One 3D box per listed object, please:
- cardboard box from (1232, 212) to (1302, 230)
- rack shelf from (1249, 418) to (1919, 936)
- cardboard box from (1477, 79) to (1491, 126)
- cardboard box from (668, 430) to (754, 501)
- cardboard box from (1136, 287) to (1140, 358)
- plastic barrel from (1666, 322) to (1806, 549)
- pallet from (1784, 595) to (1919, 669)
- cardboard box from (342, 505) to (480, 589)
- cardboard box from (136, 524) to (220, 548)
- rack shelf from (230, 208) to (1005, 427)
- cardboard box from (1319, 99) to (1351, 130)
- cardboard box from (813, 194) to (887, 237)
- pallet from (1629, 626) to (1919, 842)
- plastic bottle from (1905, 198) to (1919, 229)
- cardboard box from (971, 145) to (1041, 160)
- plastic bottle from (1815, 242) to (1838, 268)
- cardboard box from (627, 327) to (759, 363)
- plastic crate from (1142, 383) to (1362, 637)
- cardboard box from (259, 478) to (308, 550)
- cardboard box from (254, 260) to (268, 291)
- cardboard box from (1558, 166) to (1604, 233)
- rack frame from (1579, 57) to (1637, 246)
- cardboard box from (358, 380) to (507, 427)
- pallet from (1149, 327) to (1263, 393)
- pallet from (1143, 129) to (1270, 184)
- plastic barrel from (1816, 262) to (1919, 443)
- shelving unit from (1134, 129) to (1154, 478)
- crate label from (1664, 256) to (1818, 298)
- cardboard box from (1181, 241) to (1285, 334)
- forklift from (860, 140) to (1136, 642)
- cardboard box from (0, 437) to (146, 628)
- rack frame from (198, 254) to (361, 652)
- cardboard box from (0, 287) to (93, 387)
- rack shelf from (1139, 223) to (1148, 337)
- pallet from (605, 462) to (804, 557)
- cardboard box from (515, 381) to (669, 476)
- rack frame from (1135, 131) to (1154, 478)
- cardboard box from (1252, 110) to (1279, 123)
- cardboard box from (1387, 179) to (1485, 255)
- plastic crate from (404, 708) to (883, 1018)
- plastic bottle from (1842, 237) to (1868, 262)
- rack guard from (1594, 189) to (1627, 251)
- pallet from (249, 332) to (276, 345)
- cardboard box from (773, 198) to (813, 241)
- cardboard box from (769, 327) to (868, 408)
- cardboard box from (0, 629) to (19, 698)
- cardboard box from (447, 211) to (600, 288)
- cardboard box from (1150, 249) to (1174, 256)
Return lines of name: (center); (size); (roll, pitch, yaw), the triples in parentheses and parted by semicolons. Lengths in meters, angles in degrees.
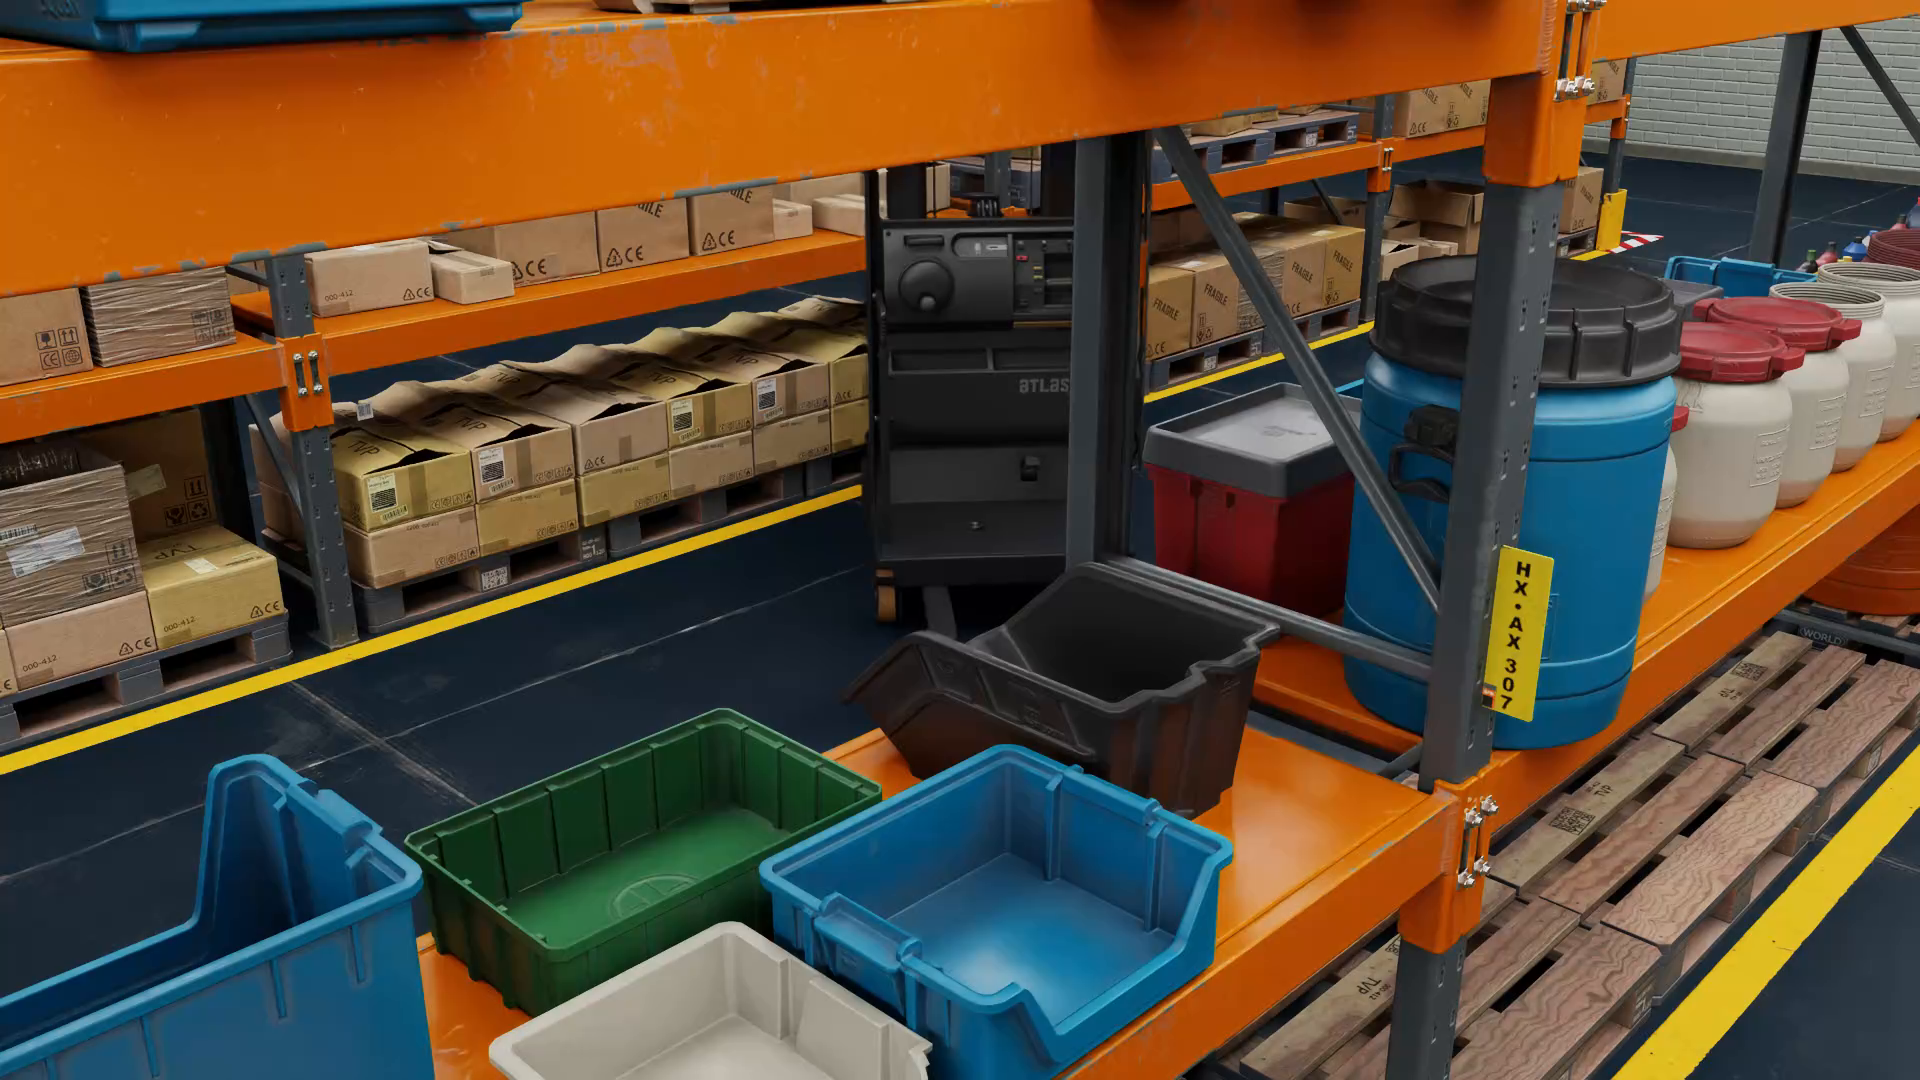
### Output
cardboard box: (2.159, -2.110, 12.255); (0.500, 0.500, 0.500); (18, 27, 38)
rack shelf: (2.032, -0.016, 4.939); (1.077, 0.370, 4.000); (19, 28, 41)
cardboard box: (3.928, -3.505, 12.873); (0.500, 0.500, 0.500); (19, 28, 40)
cardboard box: (-1.378, -0.428, 8.255); (0.500, 0.250, 0.500); (-20, 28, -41)
cardboard box: (0.764, -1.327, 10.217); (0.500, 0.500, 0.500); (18, 27, 39)
plastic barrel: (1.973, -0.281, 4.435); (0.433, 0.535, 0.433); (0, 21, 0)
pallet: (3.947, 0.222, 7.202); (1.003, 0.211, 1.213); (19, 28, 41)
cardboard box: (-2.451, -0.033, 7.226); (0.500, 0.250, 0.500); (18, 28, 39)
cardboard box: (-3.450, 0.052, 7.005); (0.500, 0.250, 0.500); (19, 28, 41)
rack shelf: (-1.514, -1.257, 8.167); (1.077, 0.370, 4.000); (19, 28, 41)
cardboard box: (2.836, -3.374, 12.534); (0.500, 0.500, 0.500); (-20, 28, -41)
cardboard box: (-0.549, -1.689, 8.639); (0.380, 0.149, 0.250); (19, 28, 41)
pallet: (2.859, 0.625, 6.155); (1.003, 0.211, 1.213); (19, 28, 41)
plastic bottle: (4.342, -1.378, 7.548); (0.144, 0.351, 0.185); (19, 28, 41)
cardboard box: (0.239, -2.540, 9.776); (0.700, 0.500, 0.500); (9, 23, 23)
plastic bottle: (3.565, -1.082, 6.871); (0.061, 0.283, 0.133); (19, 28, 41)
cardboard box: (-1.413, -0.952, 8.837); (0.500, 0.311, 0.500); (18, 28, 39)
plastic crate: (0.755, -0.069, 3.984); (0.402, 0.464, 0.583); (19, 28, 41)
cardboard box: (-2.828, -0.170, 7.584); (0.500, 0.250, 0.500); (19, 28, 40)
cardboard box: (-4.905, -1.948, 11.833); (0.700, 0.500, 0.500); (19, 28, 40)
cardboard box: (5.259, -3.000, 14.571); (0.500, 0.500, 0.500); (19, 28, 41)
rack frame: (5.462, -4.163, 14.725); (1.000, 3.000, 0.127); (19, 28, 41)
cardboard box: (-2.474, -0.564, 7.827); (0.500, 0.311, 0.500); (-19, 28, -41)
pallet: (1.280, -1.300, 11.162); (1.003, 0.211, 1.213); (19, 28, 41)
pallet: (1.234, -2.518, 10.713); (1.003, 0.211, 1.213); (19, 28, 41)
plastic barrel: (2.863, -0.600, 5.300); (0.421, 0.512, 0.421); (0, 21, 0)
shelving unit: (0.732, -1.390, 8.762); (0.503, 2.100, 0.431); (1, 21, 3)
crate label: (2.540, -0.695, 5.652); (0.502, 0.435, 0.616); (19, 28, 41)
cardboard box: (1.831, -1.721, 11.243); (0.500, 0.500, 0.500); (20, 29, 41)
forklift: (0.157, -1.138, 6.949); (1.130, 2.935, 3.031); (-2, 21, -5)
cardboard box: (-3.434, -0.042, 6.204); (0.500, 0.500, 0.500); (19, 28, 41)
rack frame: (-2.910, -1.079, 6.700); (1.000, 3.000, 0.127); (19, 28, 41)
cardboard box: (-3.578, -0.872, 6.024); (0.700, 0.500, 0.500); (19, 28, 40)
rack shelf: (0.732, -1.377, 8.766); (0.480, 0.518, 0.431); (1, 21, 3)
pallet: (-1.572, -0.291, 8.538); (1.003, 0.211, 1.213); (19, 28, 41)
cardboard box: (-1.730, -0.558, 7.810); (0.500, 0.311, 0.500); (18, 27, 39)
rack frame: (0.975, -1.386, 8.748); (0.015, 2.100, 0.400); (1, 21, 3)
cardboard box: (1.746, -3.119, 11.285); (0.500, 0.500, 0.700); (-15, 26, -34)
cardboard box: (3.978, -2.659, 13.679); (0.797, 0.503, 0.637); (19, 28, 41)
plastic crate: (-0.512, 0.539, 2.786); (0.450, 0.188, 0.662); (19, 28, 41)
plastic bottle: (3.794, -1.151, 7.068); (0.097, 0.271, 0.097); (0, 21, 0)
rack guard: (5.409, -2.977, 15.123); (1.175, 0.500, 0.348); (19, 28, 41)
pallet: (-5.068, -1.532, 11.765); (1.003, 0.211, 1.213); (19, 28, 41)
cardboard box: (-0.968, -1.648, 8.531); (0.250, 0.149, 0.380); (-18, 27, -38)
cardboard box: (-0.666, -0.950, 8.830); (0.500, 0.311, 0.500); (19, 28, 40)
cardboard box: (-3.771, 0.441, 5.994); (0.500, 0.250, 0.500); (19, 28, 41)
cardboard box: (-1.995, -1.454, 7.537); (0.500, 0.500, 0.500); (-18, 27, -38)
cardboard box: (1.088, -1.714, 11.224); (0.500, 0.500, 0.500); (18, 27, 39)
